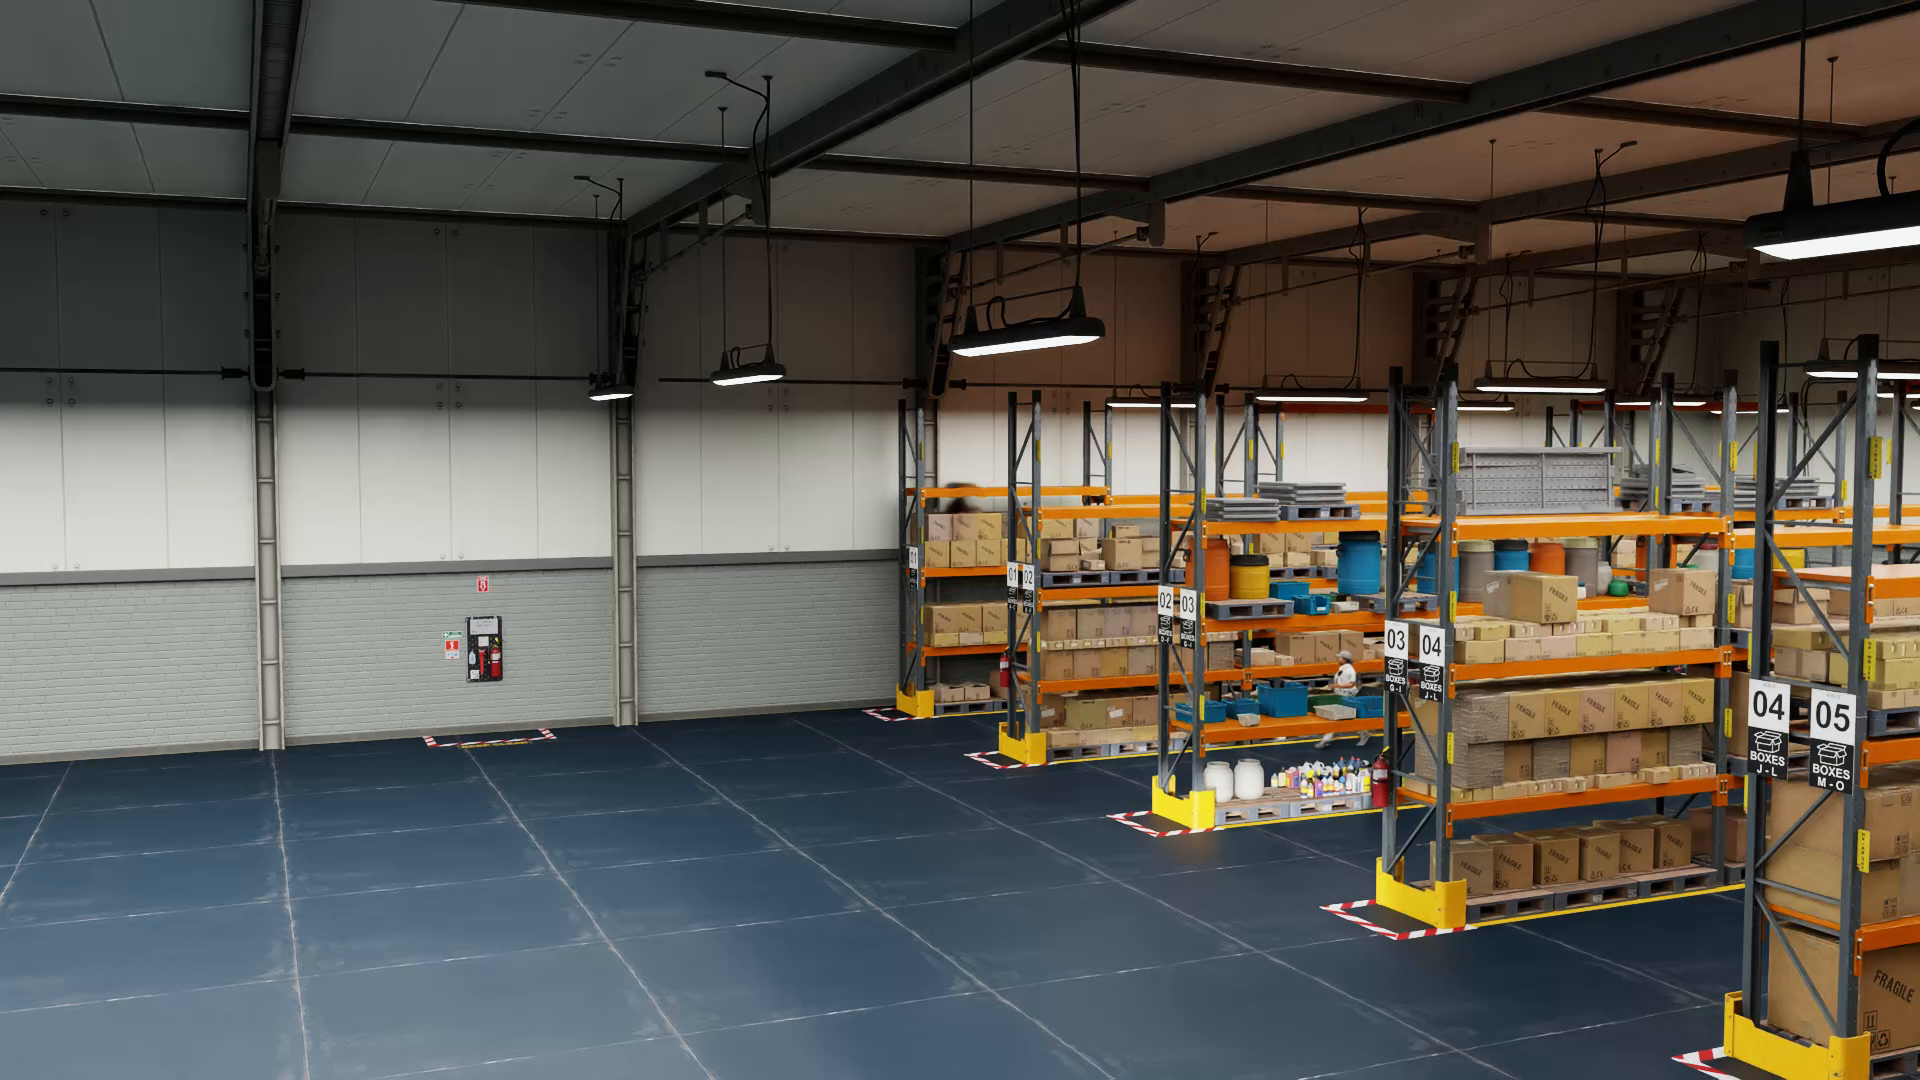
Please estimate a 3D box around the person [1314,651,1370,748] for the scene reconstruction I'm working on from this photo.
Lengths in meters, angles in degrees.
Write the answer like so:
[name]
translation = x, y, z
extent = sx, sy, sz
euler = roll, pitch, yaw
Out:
[person]
translation = 6.467, 2.677, 27.960
extent = 0.978, 1.629, 0.568
euler = -1, 4, -23
